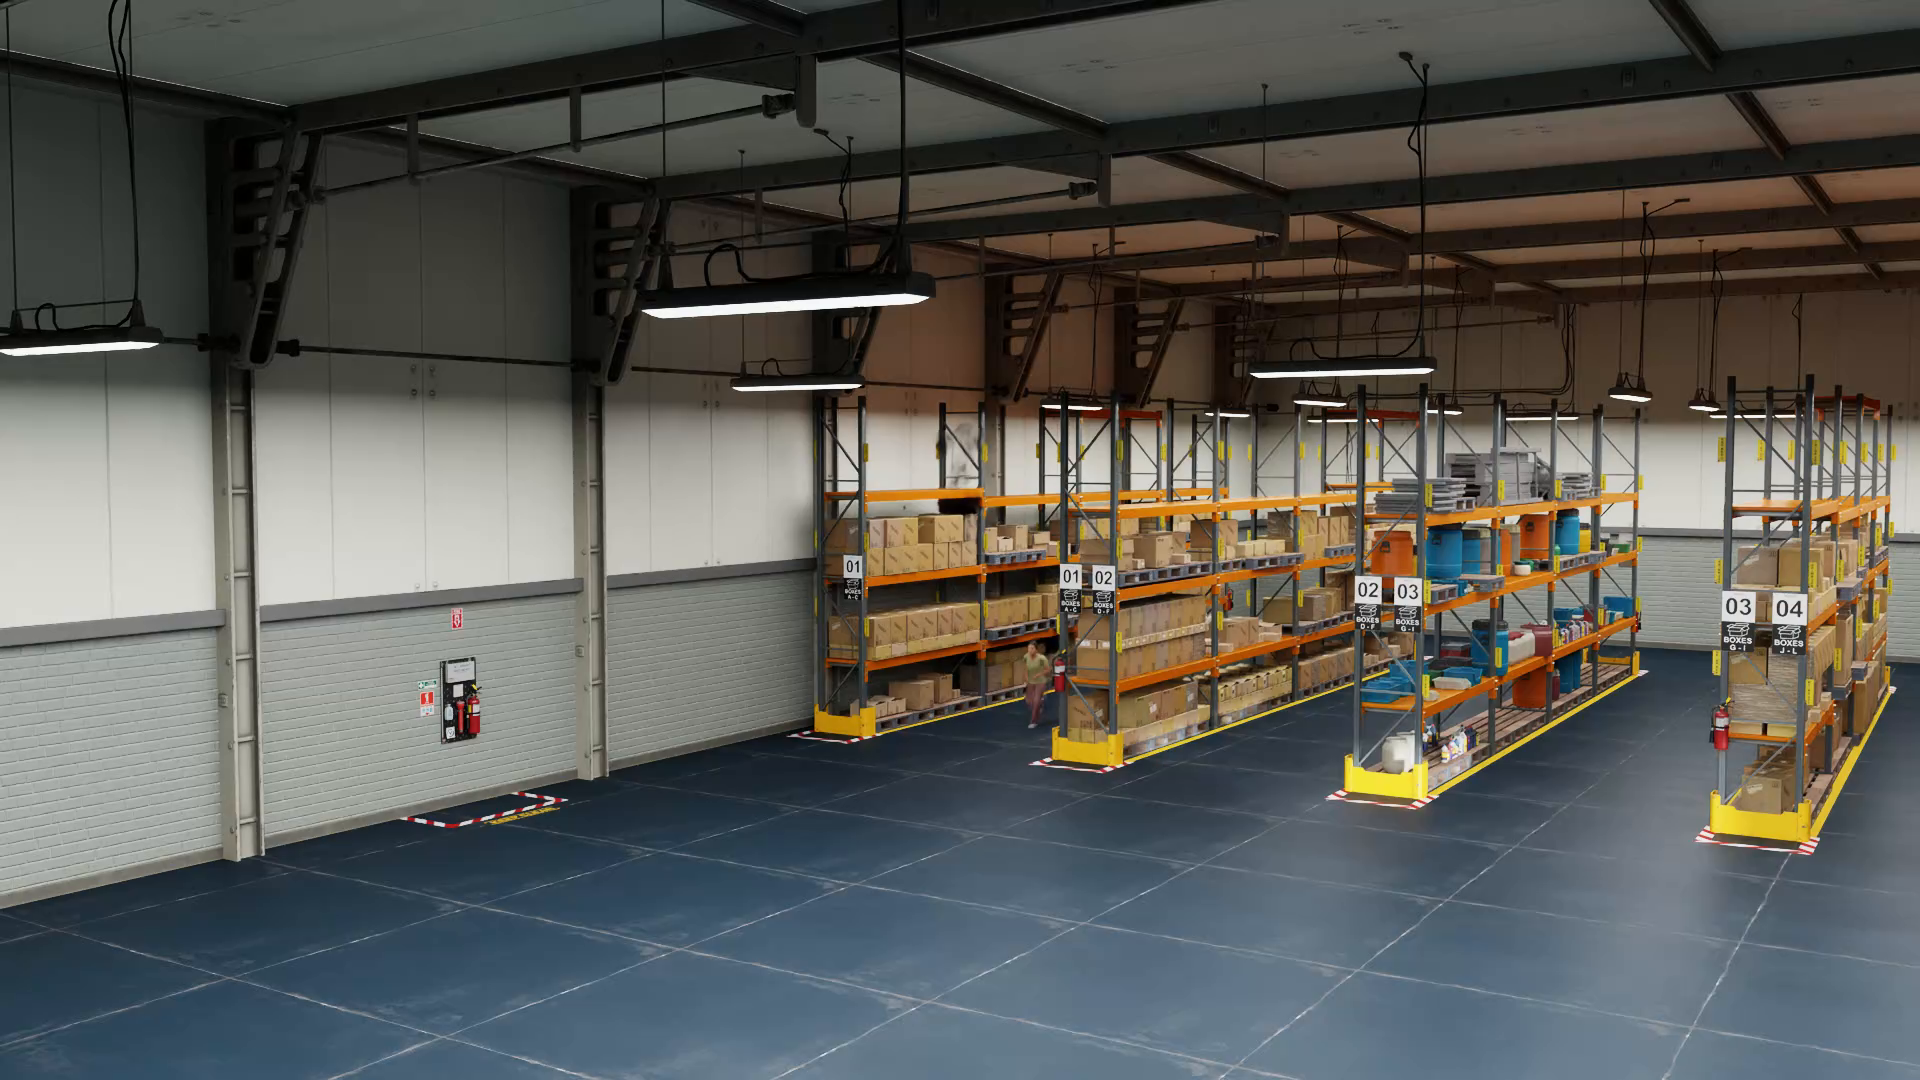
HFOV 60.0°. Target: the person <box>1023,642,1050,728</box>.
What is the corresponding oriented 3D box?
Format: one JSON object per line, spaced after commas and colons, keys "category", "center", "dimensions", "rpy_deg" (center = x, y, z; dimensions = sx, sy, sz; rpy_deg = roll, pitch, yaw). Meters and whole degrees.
{"category": "person", "center": [1.398, 2.631, 30.329], "dimensions": [0.572, 1.600, 0.694], "rpy_deg": [1, 3, 21]}
